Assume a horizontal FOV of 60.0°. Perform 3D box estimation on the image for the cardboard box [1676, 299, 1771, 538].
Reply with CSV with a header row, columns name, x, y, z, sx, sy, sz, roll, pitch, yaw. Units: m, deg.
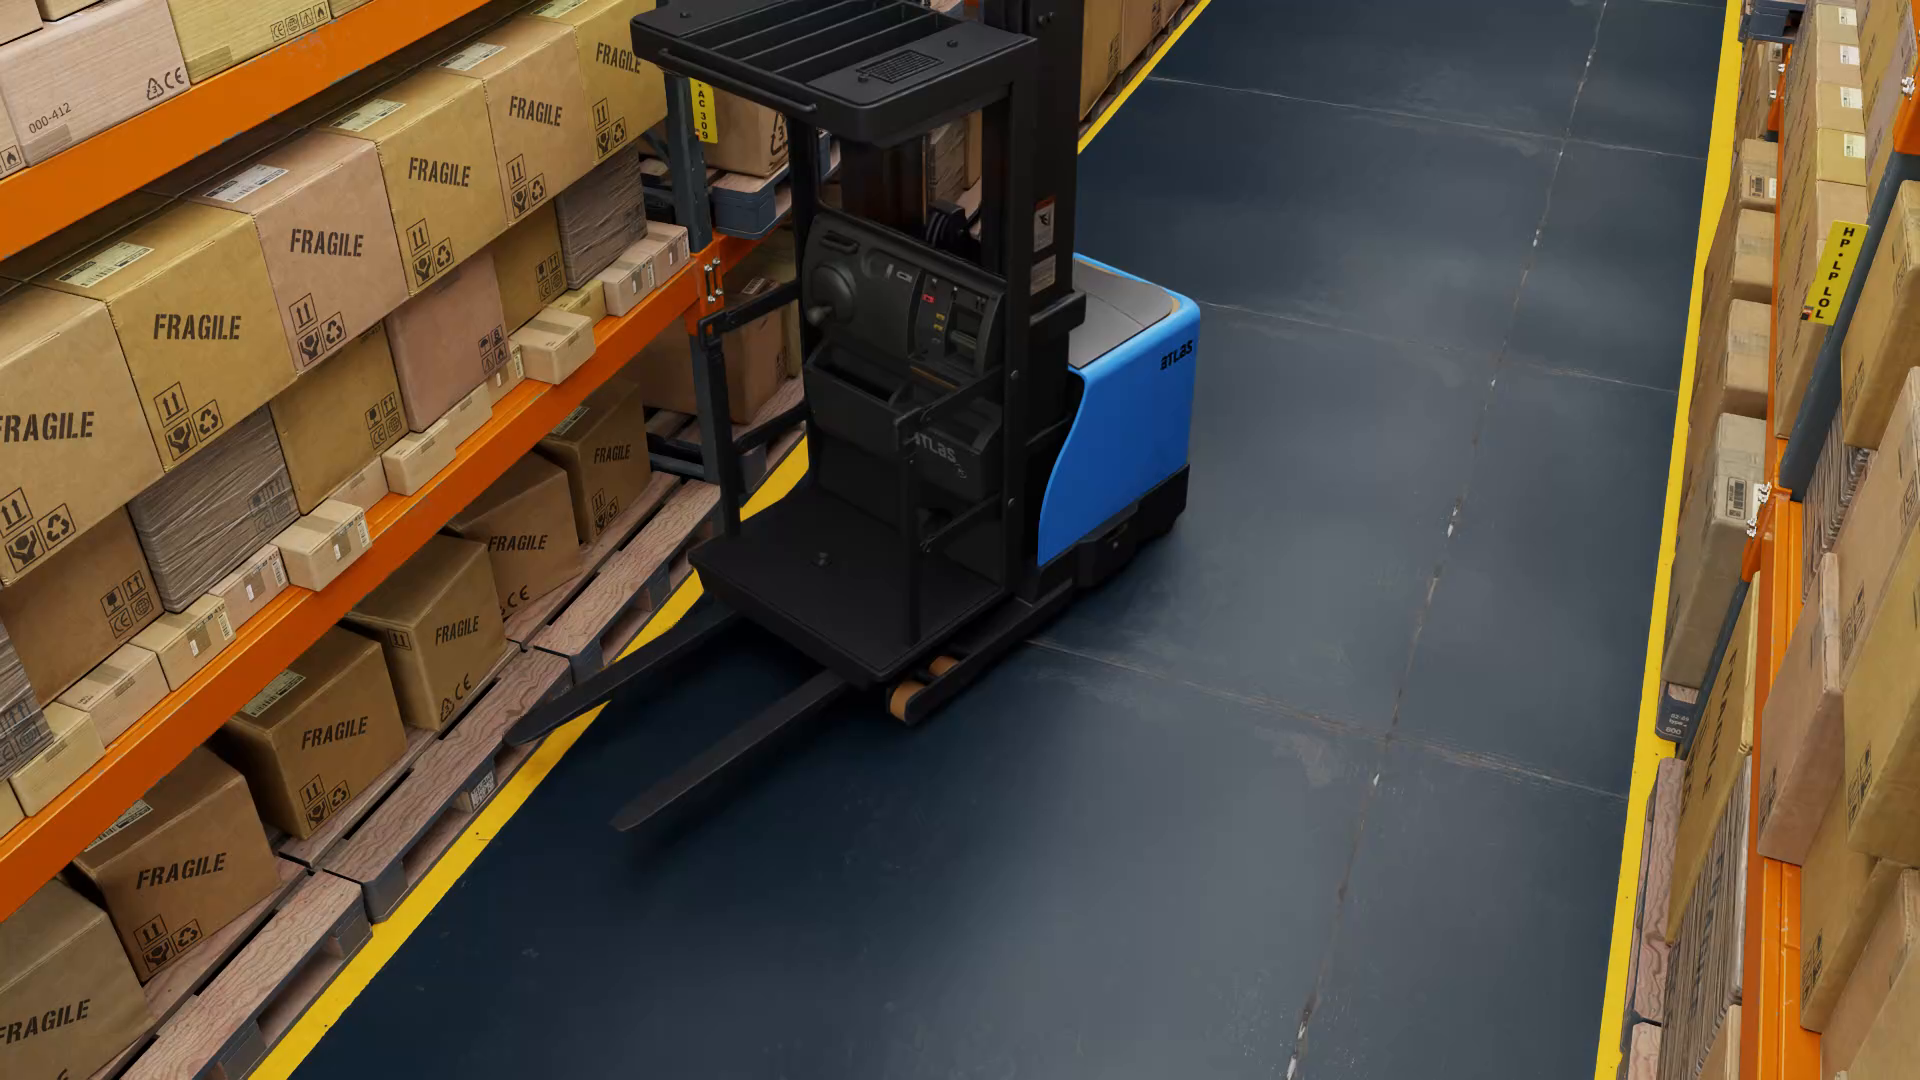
name,x,y,z,sx,sy,sz,roll,pitch,yaw
cardboard box,3.602,-0.397,6.804,1.050,0.750,0.750,14,39,18

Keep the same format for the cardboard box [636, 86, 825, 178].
name,x,y,z,sx,sy,sz,roll,pitch,yaw
cardboard box,-1.038,-2.235,6.882,1.000,1.000,1.000,14,39,18

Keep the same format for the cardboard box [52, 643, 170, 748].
name,x,y,z,sx,sy,sz,roll,pitch,yaw
cardboard box,-2.365,0.381,4.444,0.380,0.149,0.250,14,39,18

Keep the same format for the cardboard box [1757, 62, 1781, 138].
name,x,y,z,sx,sy,sz,roll,pitch,yaw
cardboard box,4.618,-2.353,9.003,0.500,0.250,0.500,13,39,17

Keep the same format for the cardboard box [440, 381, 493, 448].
name,x,y,z,sx,sy,sz,roll,pitch,yaw
cardboard box,-1.801,-0.451,5.557,0.380,0.149,0.250,14,39,18

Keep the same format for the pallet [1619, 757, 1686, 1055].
name,x,y,z,sx,sy,sz,roll,pitch,yaw
pallet,2.717,1.288,5.351,1.003,0.211,1.213,14,39,18

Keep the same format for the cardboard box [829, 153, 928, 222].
name,x,y,z,sx,sy,sz,roll,pitch,yaw
cardboard box,-0.593,-1.807,8.882,0.700,0.500,0.500,17,40,21

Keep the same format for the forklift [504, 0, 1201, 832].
name,x,y,z,sx,sy,sz,roll,pitch,yaw
forklift,-0.365,-0.823,5.903,1.130,2.935,3.031,29,45,33

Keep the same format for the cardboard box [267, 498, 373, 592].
name,x,y,z,sx,sy,sz,roll,pitch,yaw
cardboard box,-2.003,-0.015,4.974,0.380,0.149,0.250,14,39,18

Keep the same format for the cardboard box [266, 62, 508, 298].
name,x,y,z,sx,sy,sz,roll,pitch,yaw
cardboard box,-1.767,-1.112,5.066,0.500,0.500,0.500,14,39,18

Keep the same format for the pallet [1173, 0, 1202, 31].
name,x,y,z,sx,sy,sz,roll,pitch,yaw
pallet,1.350,-4.286,12.808,1.003,0.211,1.213,14,39,18

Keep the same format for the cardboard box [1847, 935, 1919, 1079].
name,x,y,z,sx,sy,sz,roll,pitch,yaw
cardboard box,1.858,0.968,2.423,0.875,0.550,0.550,14,39,18

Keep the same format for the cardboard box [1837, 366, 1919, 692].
name,x,y,z,sx,sy,sz,roll,pitch,yaw
cardboard box,2.472,0.070,3.623,0.875,0.550,0.550,14,39,18

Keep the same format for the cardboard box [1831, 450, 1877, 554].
name,x,y,z,sx,sy,sz,roll,pitch,yaw
cardboard box,2.761,0.224,4.319,0.875,0.550,0.550,14,39,18

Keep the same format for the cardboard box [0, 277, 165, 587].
name,x,y,z,sx,sy,sz,roll,pitch,yaw
cardboard box,-2.334,-0.281,3.953,0.500,0.500,0.500,14,39,18

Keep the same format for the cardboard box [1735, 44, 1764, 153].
name,x,y,z,sx,sy,sz,roll,pitch,yaw
cardboard box,4.996,-2.621,9.988,0.500,0.500,0.500,12,38,16

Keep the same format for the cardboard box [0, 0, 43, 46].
name,x,y,z,sx,sy,sz,roll,pitch,yaw
cardboard box,-2.237,-1.162,3.586,0.380,0.149,0.250,14,39,18

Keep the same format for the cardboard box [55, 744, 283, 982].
name,x,y,z,sx,sy,sz,roll,pitch,yaw
cardboard box,-2.543,0.949,5.212,0.500,0.500,0.500,25,43,29

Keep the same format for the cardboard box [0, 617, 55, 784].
name,x,y,z,sx,sy,sz,roll,pitch,yaw
cardboard box,-2.757,0.339,3.959,0.875,0.500,0.500,14,39,18

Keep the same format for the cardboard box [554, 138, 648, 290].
name,x,y,z,sx,sy,sz,roll,pitch,yaw
cardboard box,-1.698,-1.342,6.208,0.875,0.500,0.500,14,39,18

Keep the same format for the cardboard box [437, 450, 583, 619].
name,x,y,z,sx,sy,sz,roll,pitch,yaw
cardboard box,-1.870,-0.054,6.554,0.500,0.500,0.500,27,45,32

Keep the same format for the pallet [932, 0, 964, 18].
name,x,y,z,sx,sy,sz,roll,pitch,yaw
pallet,-0.663,-2.451,8.183,1.003,0.211,1.213,14,39,18

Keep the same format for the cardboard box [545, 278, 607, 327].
name,x,y,z,sx,sy,sz,roll,pitch,yaw
cardboard box,-1.534,-0.871,6.119,0.380,0.149,0.250,14,39,18

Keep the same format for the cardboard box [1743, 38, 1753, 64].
name,x,y,z,sx,sy,sz,roll,pitch,yaw
cardboard box,5.596,-3.480,11.137,0.500,0.500,0.500,15,39,19

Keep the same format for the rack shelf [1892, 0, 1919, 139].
name,x,y,z,sx,sy,sz,roll,pitch,yaw
rack shelf,3.840,-2.253,5.854,1.077,0.370,4.000,14,39,18

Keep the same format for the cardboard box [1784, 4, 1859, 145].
name,x,y,z,sx,sy,sz,roll,pitch,yaw
cardboard box,3.989,-2.018,7.361,0.500,0.500,0.500,13,39,17

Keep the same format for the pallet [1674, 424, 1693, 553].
name,x,y,z,sx,sy,sz,roll,pitch,yaw
pallet,3.765,-0.238,7.392,1.003,0.211,1.213,14,39,18

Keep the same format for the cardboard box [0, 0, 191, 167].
name,x,y,z,sx,sy,sz,roll,pitch,yaw
cardboard box,-2.187,-1.113,3.854,0.500,0.250,0.500,14,39,18

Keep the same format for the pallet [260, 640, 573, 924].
name,x,y,z,sx,sy,sz,roll,pitch,yaw
pallet,-2.155,0.756,6.062,1.003,0.211,1.213,14,39,18

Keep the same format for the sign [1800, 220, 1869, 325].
name,x,y,z,sx,sy,sz,roll,pitch,yaw
sign,2.573,-0.783,4.891,0.100,0.325,0.005,14,39,18

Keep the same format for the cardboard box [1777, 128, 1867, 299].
name,x,y,z,sx,sy,sz,roll,pitch,yaw
cardboard box,3.414,-1.182,6.242,0.500,0.500,0.500,14,39,18

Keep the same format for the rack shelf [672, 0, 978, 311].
name,x,y,z,sx,sy,sz,roll,pitch,yaw
rack shelf,-0.709,-2.237,8.339,1.077,0.370,4.000,14,39,18

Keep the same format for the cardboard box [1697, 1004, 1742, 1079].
name,x,y,z,sx,sy,sz,roll,pitch,yaw
cardboard box,2.086,1.787,3.778,0.875,0.875,0.875,13,39,17

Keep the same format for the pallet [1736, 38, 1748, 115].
name,x,y,z,sx,sy,sz,roll,pitch,yaw
pallet,5.828,-3.113,11.239,1.003,0.211,1.213,14,39,18

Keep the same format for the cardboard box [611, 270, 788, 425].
name,x,y,z,sx,sy,sz,roll,pitch,yaw
cardboard box,-1.216,-0.928,7.707,0.700,0.500,0.500,11,38,14

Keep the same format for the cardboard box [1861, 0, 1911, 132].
name,x,y,z,sx,sy,sz,roll,pitch,yaw
cardboard box,3.842,-1.793,6.225,0.700,0.500,0.500,13,39,17

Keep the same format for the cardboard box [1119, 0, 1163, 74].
name,x,y,z,sx,sy,sz,roll,pitch,yaw
cardboard box,0.680,-3.819,11.278,1.225,0.875,0.875,14,39,18

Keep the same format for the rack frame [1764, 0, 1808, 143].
name,x,y,z,sx,sy,sz,roll,pitch,yaw
rack frame,4.601,-2.447,8.018,1.000,3.000,0.127,14,39,18

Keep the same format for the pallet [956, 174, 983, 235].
name,x,y,z,sx,sy,sz,roll,pitch,yaw
pallet,-0.247,-2.084,9.861,1.003,0.211,1.213,14,39,18

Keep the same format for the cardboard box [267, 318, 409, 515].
name,x,y,z,sx,sy,sz,roll,pitch,yaw
cardboard box,-2.247,-0.506,5.090,0.875,0.500,0.500,14,39,18

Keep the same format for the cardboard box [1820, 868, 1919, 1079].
name,x,y,z,sx,sy,sz,roll,pitch,yaw
cardboard box,2.174,1.116,3.127,0.875,0.550,0.550,14,39,18
